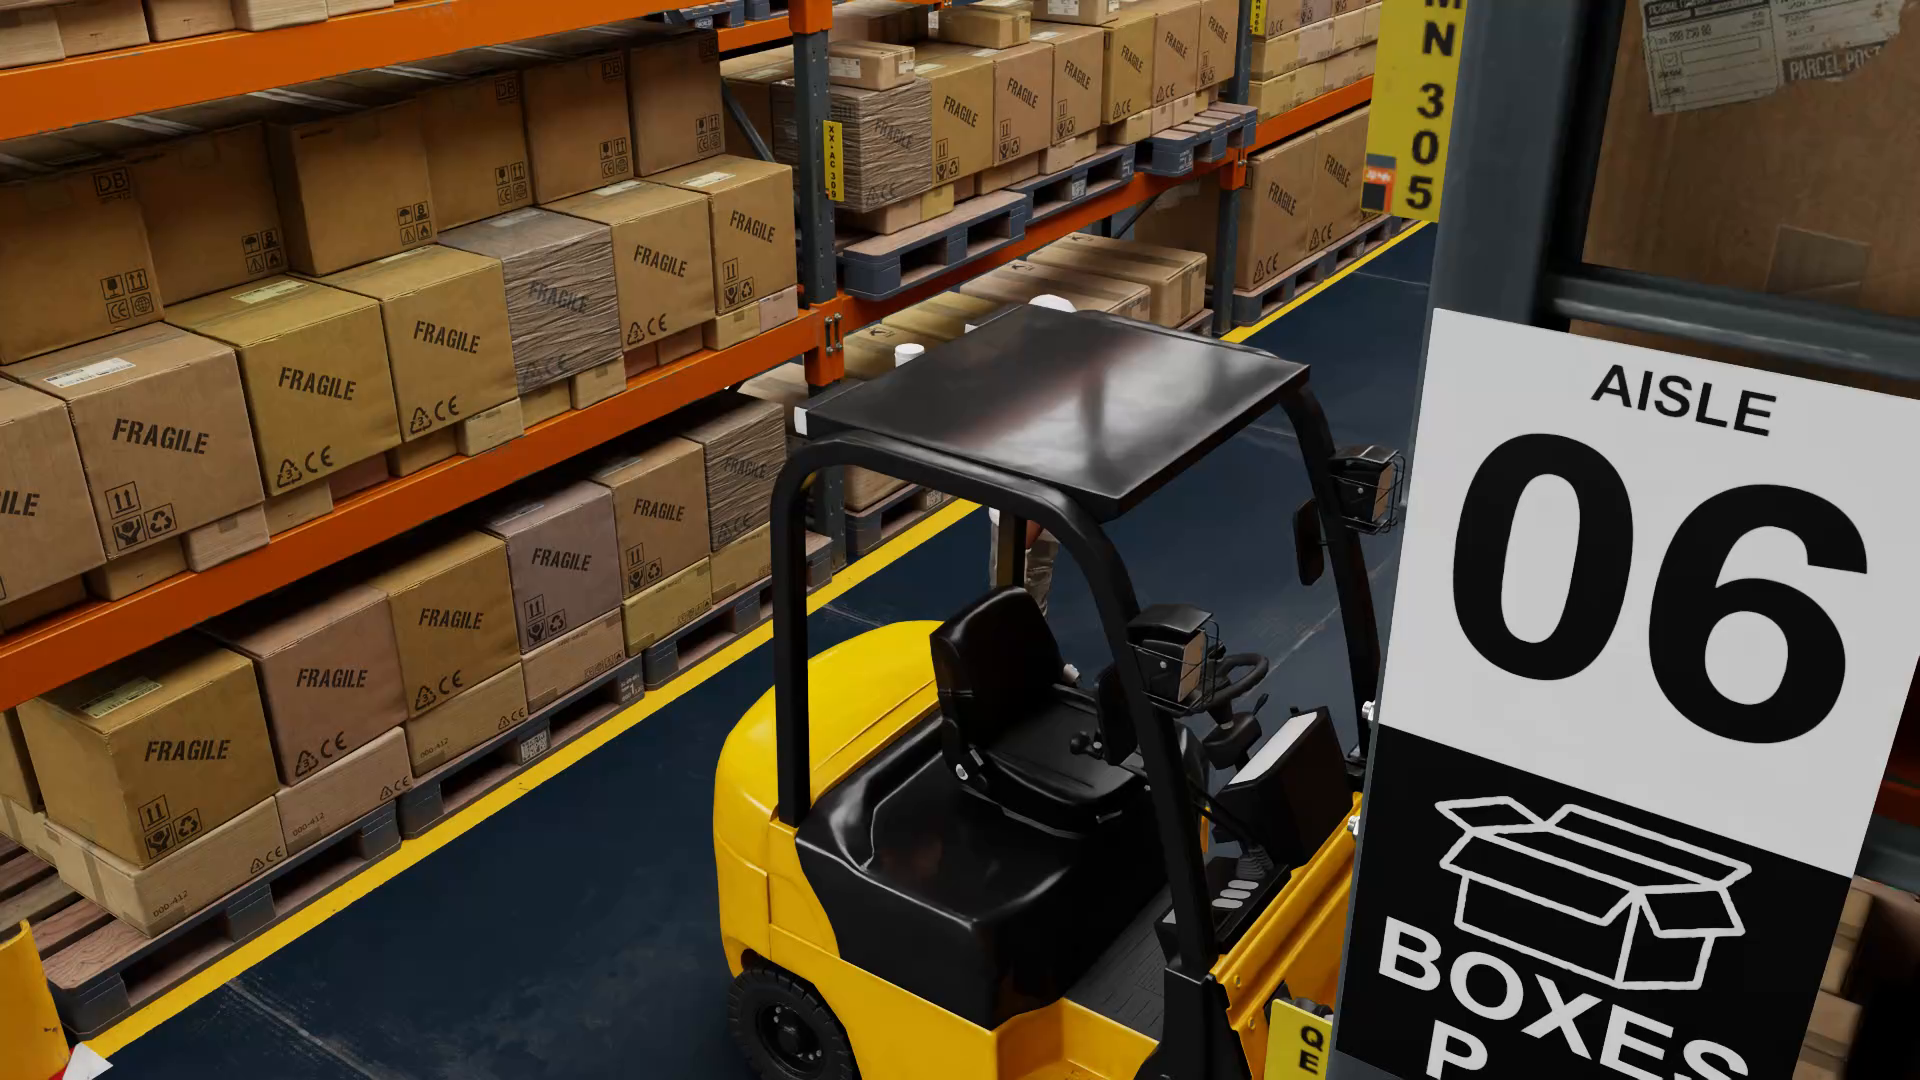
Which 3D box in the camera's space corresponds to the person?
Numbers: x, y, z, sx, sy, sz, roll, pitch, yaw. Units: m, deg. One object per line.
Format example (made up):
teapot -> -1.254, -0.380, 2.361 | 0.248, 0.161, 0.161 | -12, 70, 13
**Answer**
person -> 0.183, -0.079, 6.237 | 0.578, 1.776, 0.656 | 1, 27, 3
